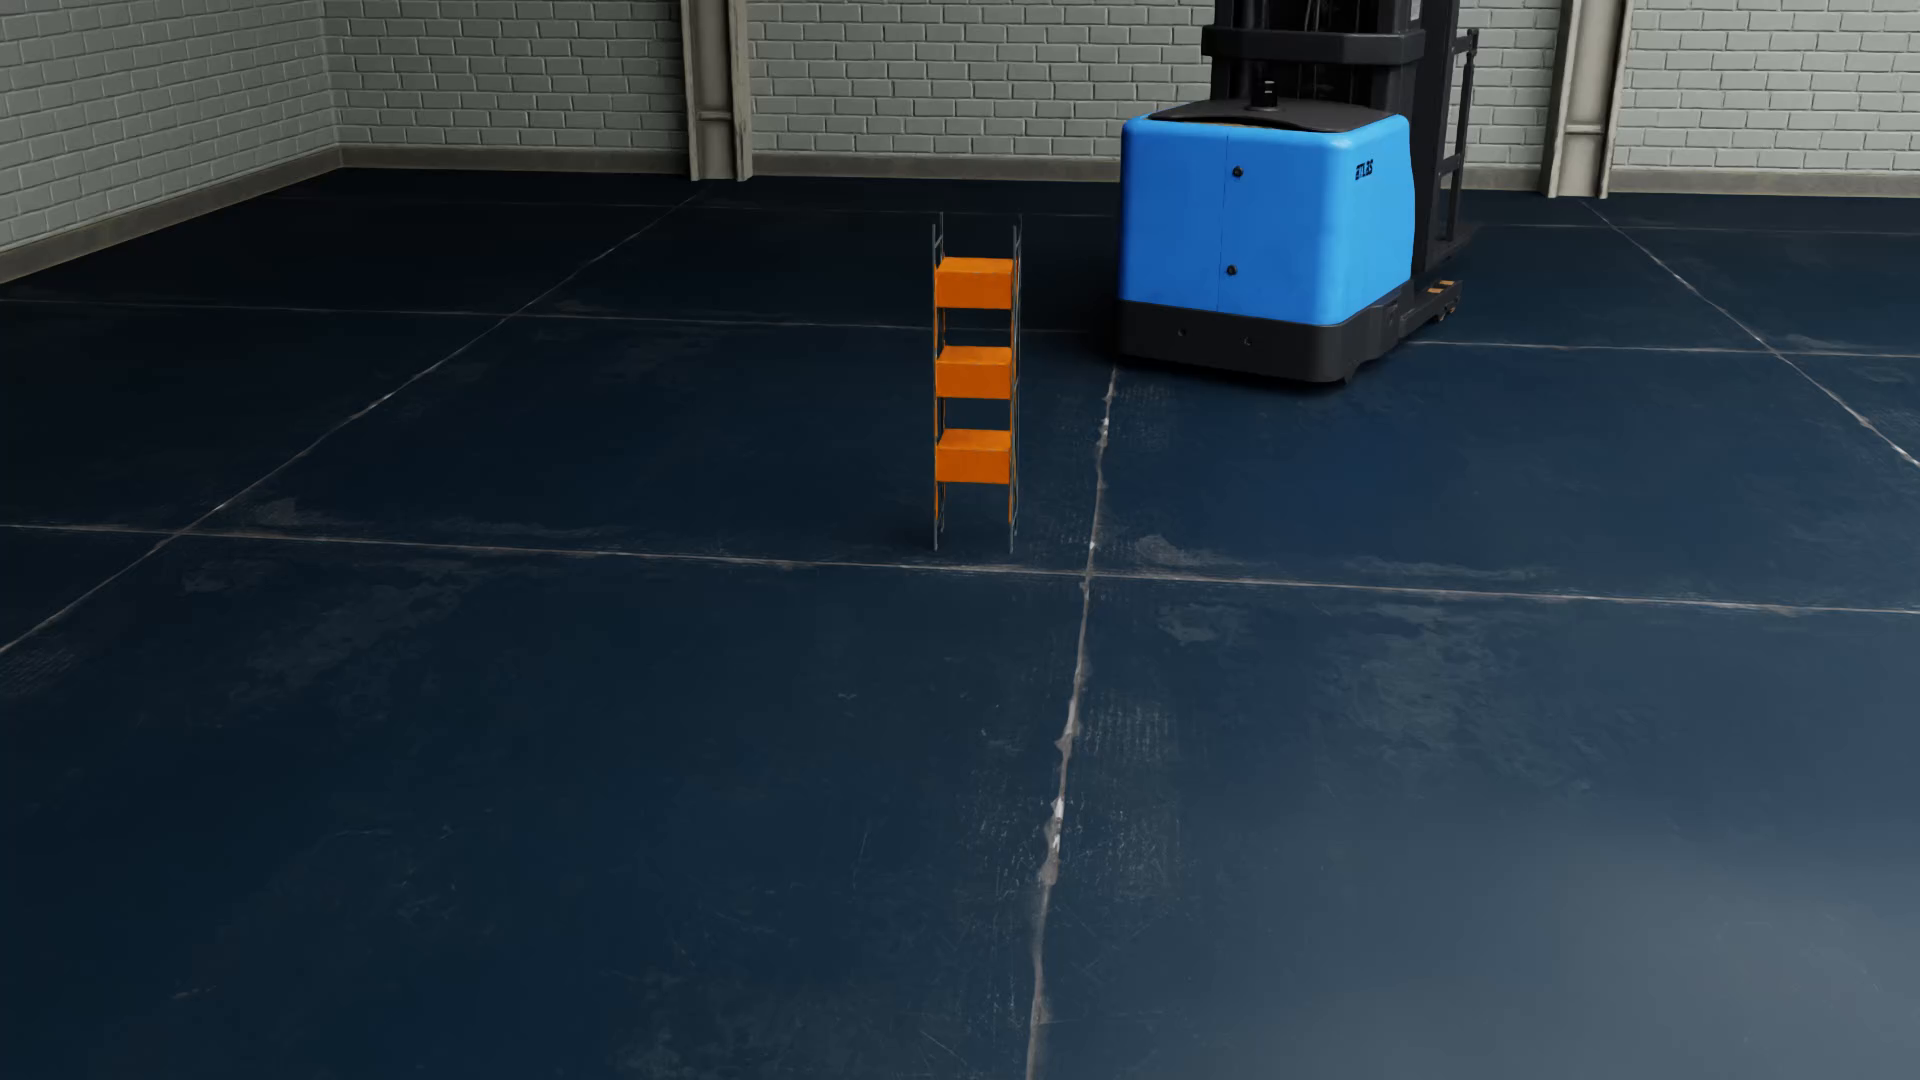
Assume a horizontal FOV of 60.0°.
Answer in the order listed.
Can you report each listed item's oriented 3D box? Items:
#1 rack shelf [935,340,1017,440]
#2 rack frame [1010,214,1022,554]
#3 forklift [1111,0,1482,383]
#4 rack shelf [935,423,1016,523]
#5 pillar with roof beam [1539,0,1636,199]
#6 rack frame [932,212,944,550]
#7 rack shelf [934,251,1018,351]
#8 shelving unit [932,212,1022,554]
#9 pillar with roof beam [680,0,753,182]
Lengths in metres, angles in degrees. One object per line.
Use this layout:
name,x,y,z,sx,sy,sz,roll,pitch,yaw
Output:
rack shelf,0.053,-0.476,5.245,0.240,0.259,0.215,2,22,6
rack frame,0.174,-0.481,5.228,0.008,1.050,0.200,2,22,6
forklift,1.855,-2.510,7.803,1.130,2.935,3.031,12,25,28
rack shelf,0.053,-0.218,5.347,0.240,0.259,0.215,2,22,6
pillar with roof beam,3.718,-4.998,5.842,0.400,9.000,9.100,2,22,6
rack frame,-0.068,-0.491,5.254,0.008,1.050,0.200,2,22,6
rack shelf,0.053,-0.740,5.141,0.240,0.259,0.215,2,22,6
shelving unit,0.053,-0.486,5.241,0.252,1.050,0.215,2,22,6
pillar with roof beam,-2.240,-5.257,6.498,0.400,9.000,9.100,2,22,6
